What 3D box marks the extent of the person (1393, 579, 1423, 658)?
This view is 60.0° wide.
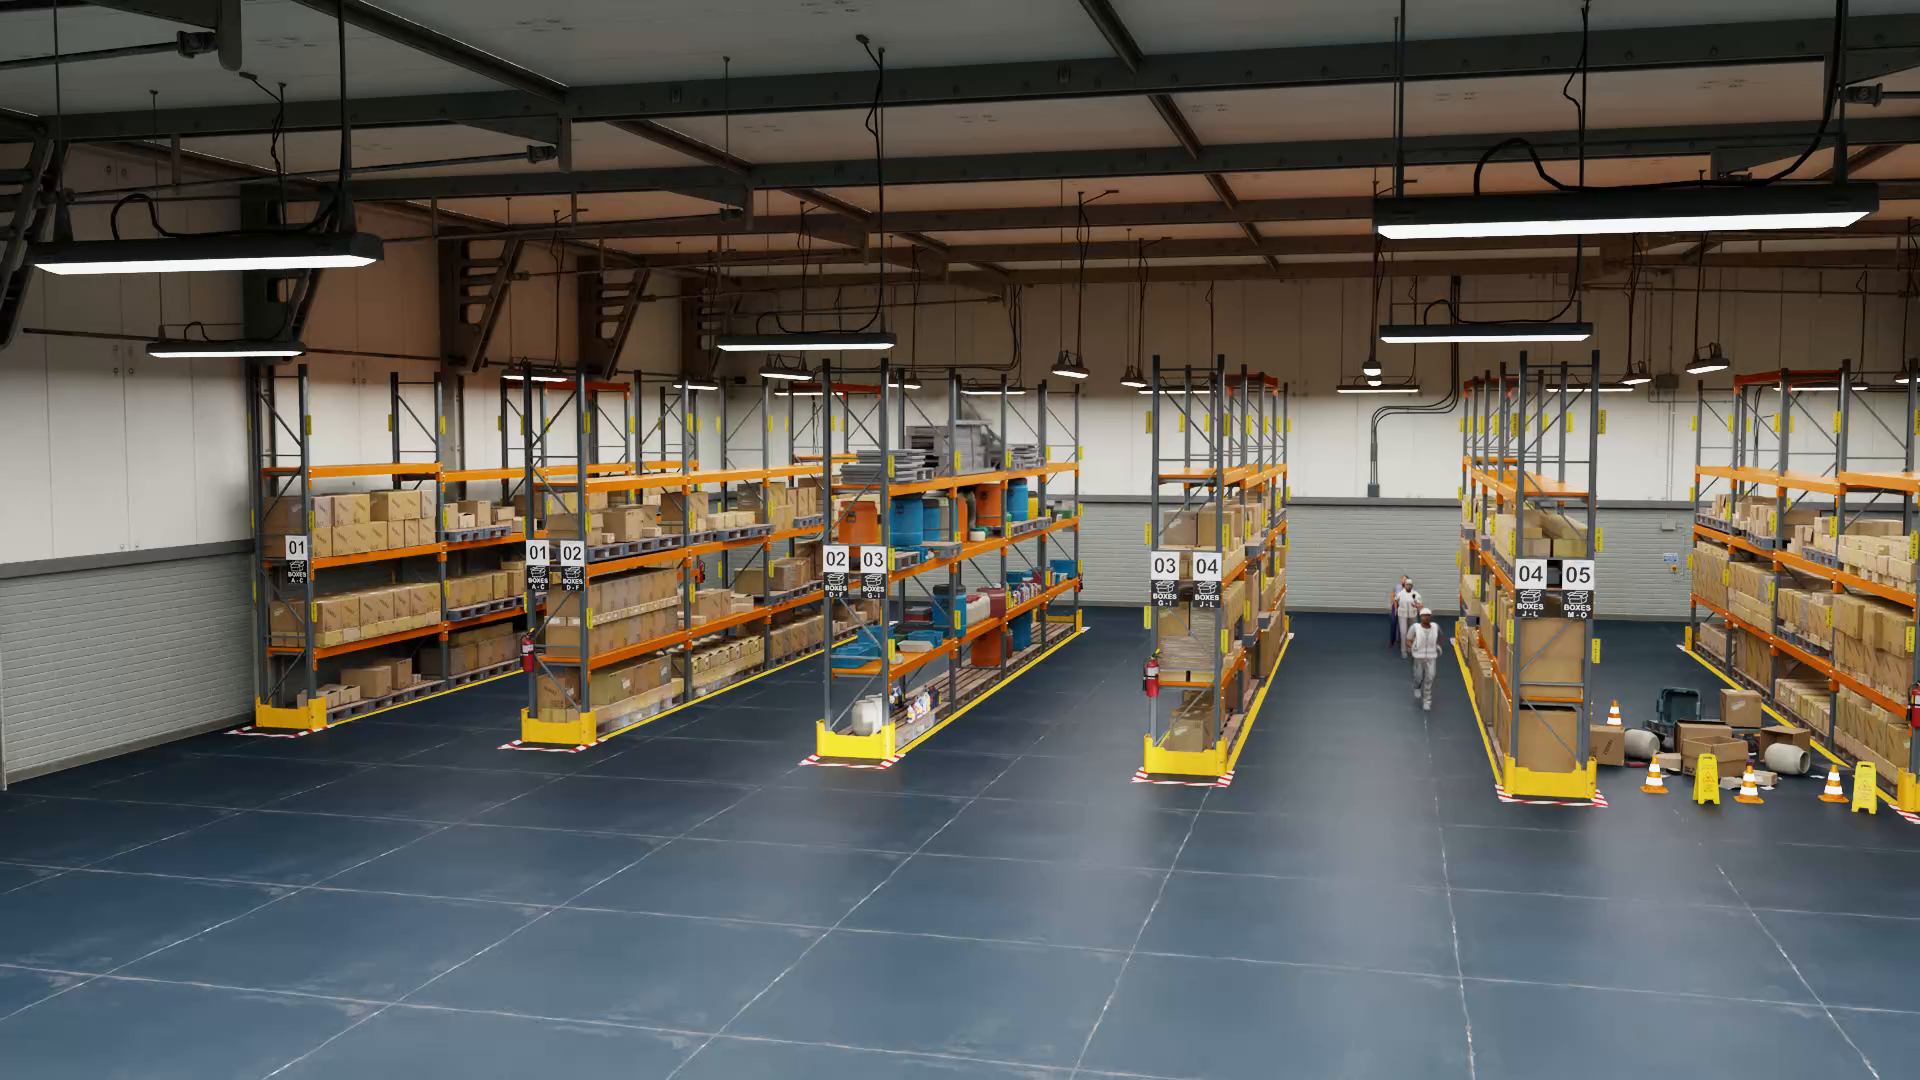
[{"bbox_3d":[9.690,1.674,35.960,0.605,1.654,0.923,1,4,12],"label":"person"}]

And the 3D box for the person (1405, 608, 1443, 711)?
[{"bbox_3d":[8.217,2.081,29.391,0.686,1.765,0.953,0,4,7],"label":"person"}]

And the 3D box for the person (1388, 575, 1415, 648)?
[{"bbox_3d":[10.047,1.613,37.697,0.635,1.652,0.843,2,4,27],"label":"person"}]
